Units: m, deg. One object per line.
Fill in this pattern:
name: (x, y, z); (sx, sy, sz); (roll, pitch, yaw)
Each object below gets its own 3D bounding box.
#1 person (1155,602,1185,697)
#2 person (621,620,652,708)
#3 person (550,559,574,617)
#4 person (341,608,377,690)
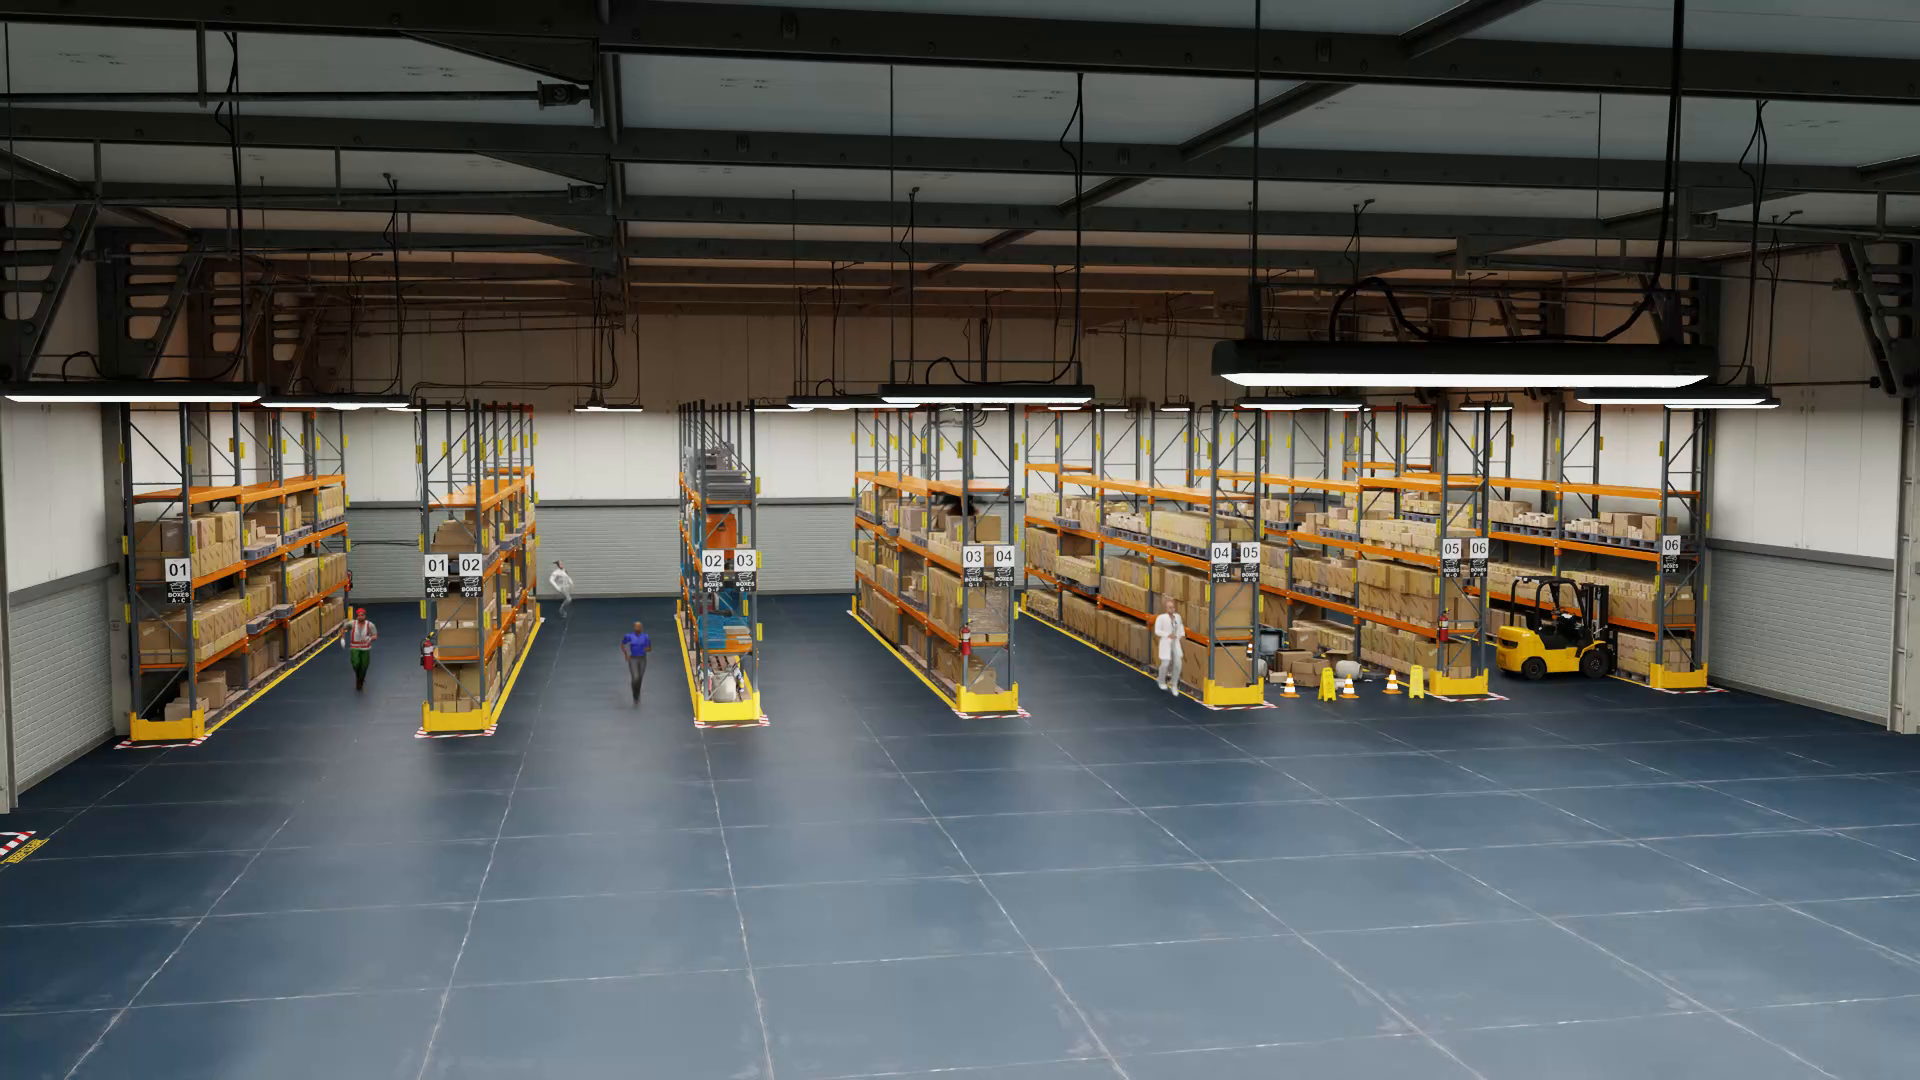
person: (4.174, 2.159, 32.893); (0.725, 1.884, 0.778); (-2, 5, -20)
person: (-6.348, 2.447, 32.711); (0.545, 1.705, 0.758); (-2, 5, -28)
person: (-11.172, 1.368, 46.816); (0.541, 1.651, 0.690); (2, 5, 23)
person: (-12.350, 2.260, 34.192); (0.707, 1.727, 0.740); (-2, 5, -21)
